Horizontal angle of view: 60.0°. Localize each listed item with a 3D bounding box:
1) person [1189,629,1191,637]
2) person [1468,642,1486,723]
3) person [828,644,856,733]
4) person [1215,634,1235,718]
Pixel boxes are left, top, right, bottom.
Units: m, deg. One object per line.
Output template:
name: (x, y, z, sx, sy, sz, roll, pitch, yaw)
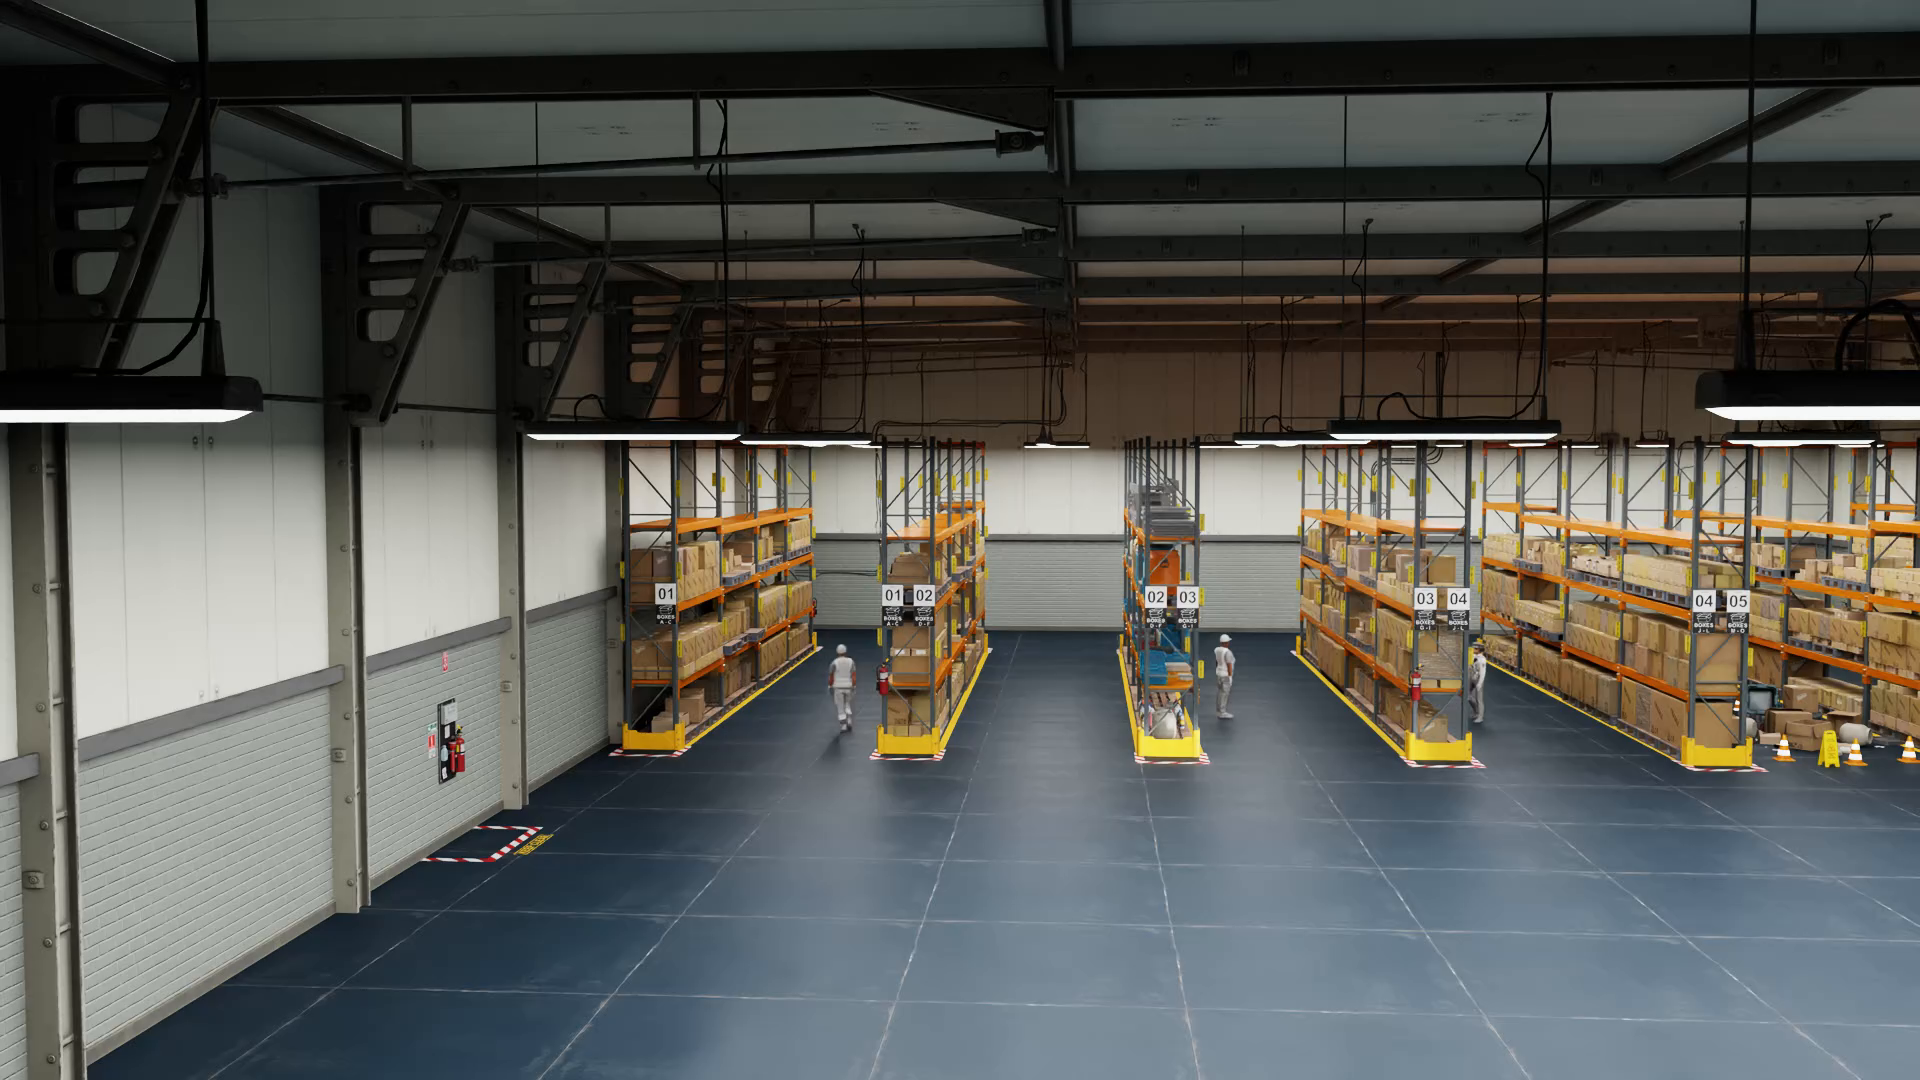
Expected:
person: (6.042, 2.462, 45.027, 0.476, 1.723, 0.612, 1, 3, 21)
person: (10.955, 2.998, 35.224, 0.432, 1.675, 0.554, -1, 3, -20)
person: (-2.412, 3.027, 33.784, 0.538, 1.831, 0.468, -2, 4, -30)
person: (5.685, 2.913, 35.647, 0.349, 1.787, 0.650, -1, 3, -17)
